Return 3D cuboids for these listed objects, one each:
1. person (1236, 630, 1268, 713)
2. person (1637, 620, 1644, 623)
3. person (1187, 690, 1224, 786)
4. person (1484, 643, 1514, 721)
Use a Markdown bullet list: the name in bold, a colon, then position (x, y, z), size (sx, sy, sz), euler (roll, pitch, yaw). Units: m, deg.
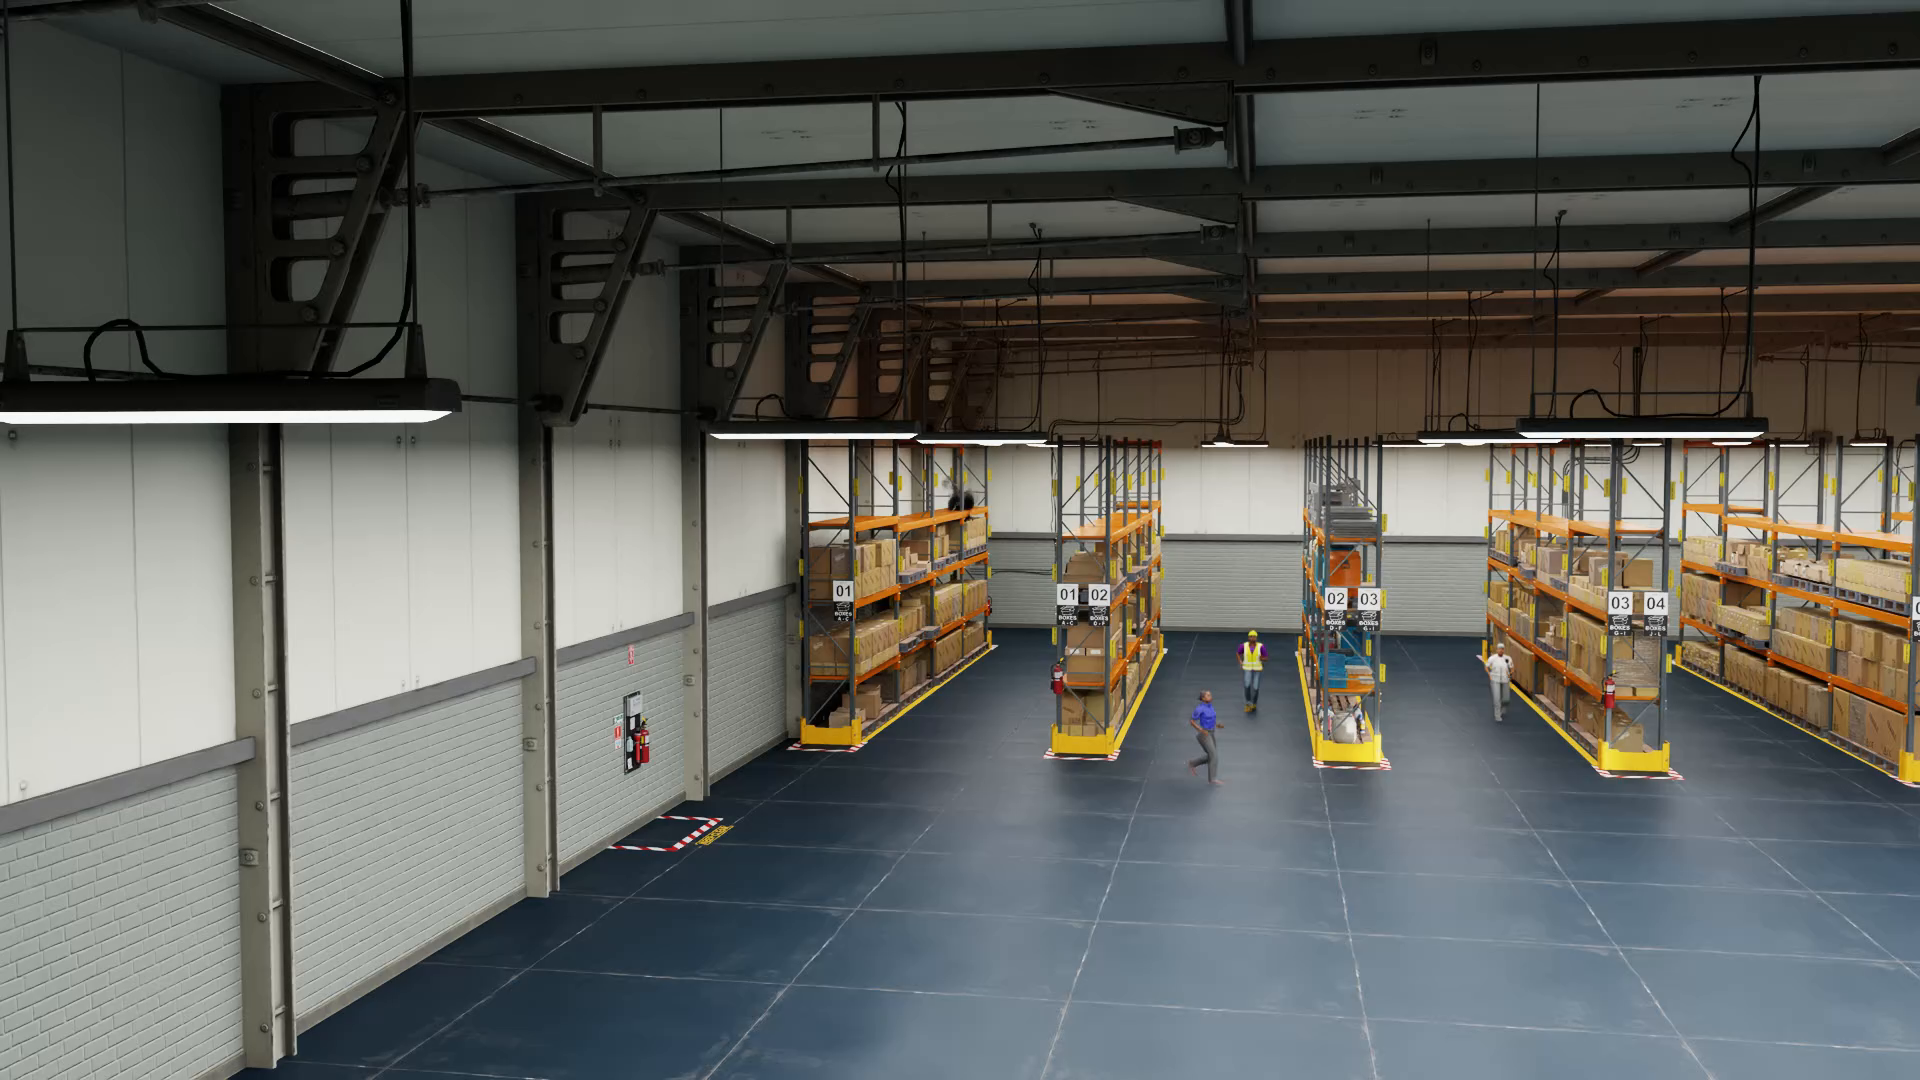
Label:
- **person**: position (6.391, 2.881, 36.365), size (0.674, 1.809, 0.696), euler (0, 3, 8)
- **person**: position (18.420, 2.397, 45.286), size (0.890, 1.795, 0.685), euler (-1, 3, -13)
- **person**: position (4.190, 3.369, 28.503), size (0.769, 1.616, 0.586), euler (2, 4, 37)
- **person**: position (11.455, 3.002, 35.308), size (0.613, 1.621, 0.688), euler (1, 3, 10)
